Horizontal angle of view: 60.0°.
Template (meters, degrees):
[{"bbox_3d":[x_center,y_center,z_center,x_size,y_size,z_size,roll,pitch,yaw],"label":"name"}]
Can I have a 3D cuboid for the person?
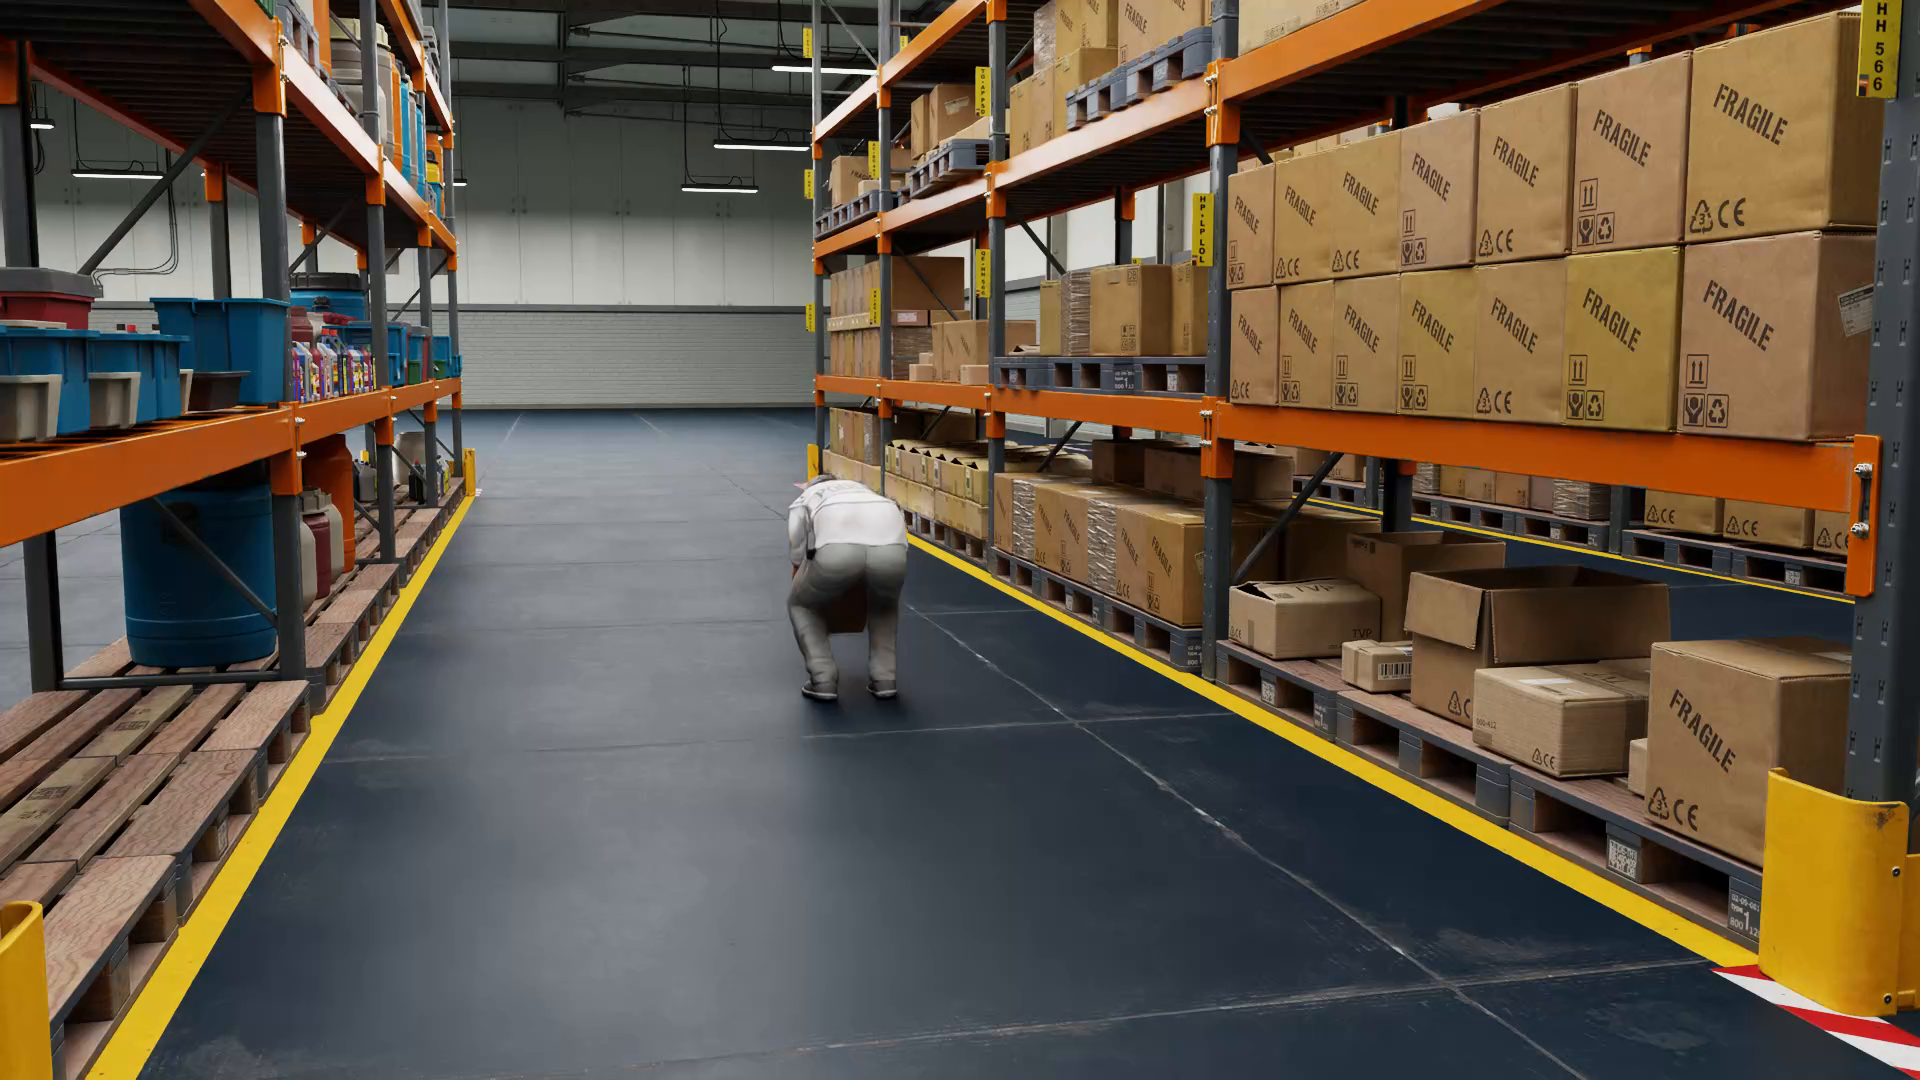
[{"bbox_3d":[-0.521,0.207,7.548,0.500,0.959,0.935,-2,6,-16],"label":"person"}]
